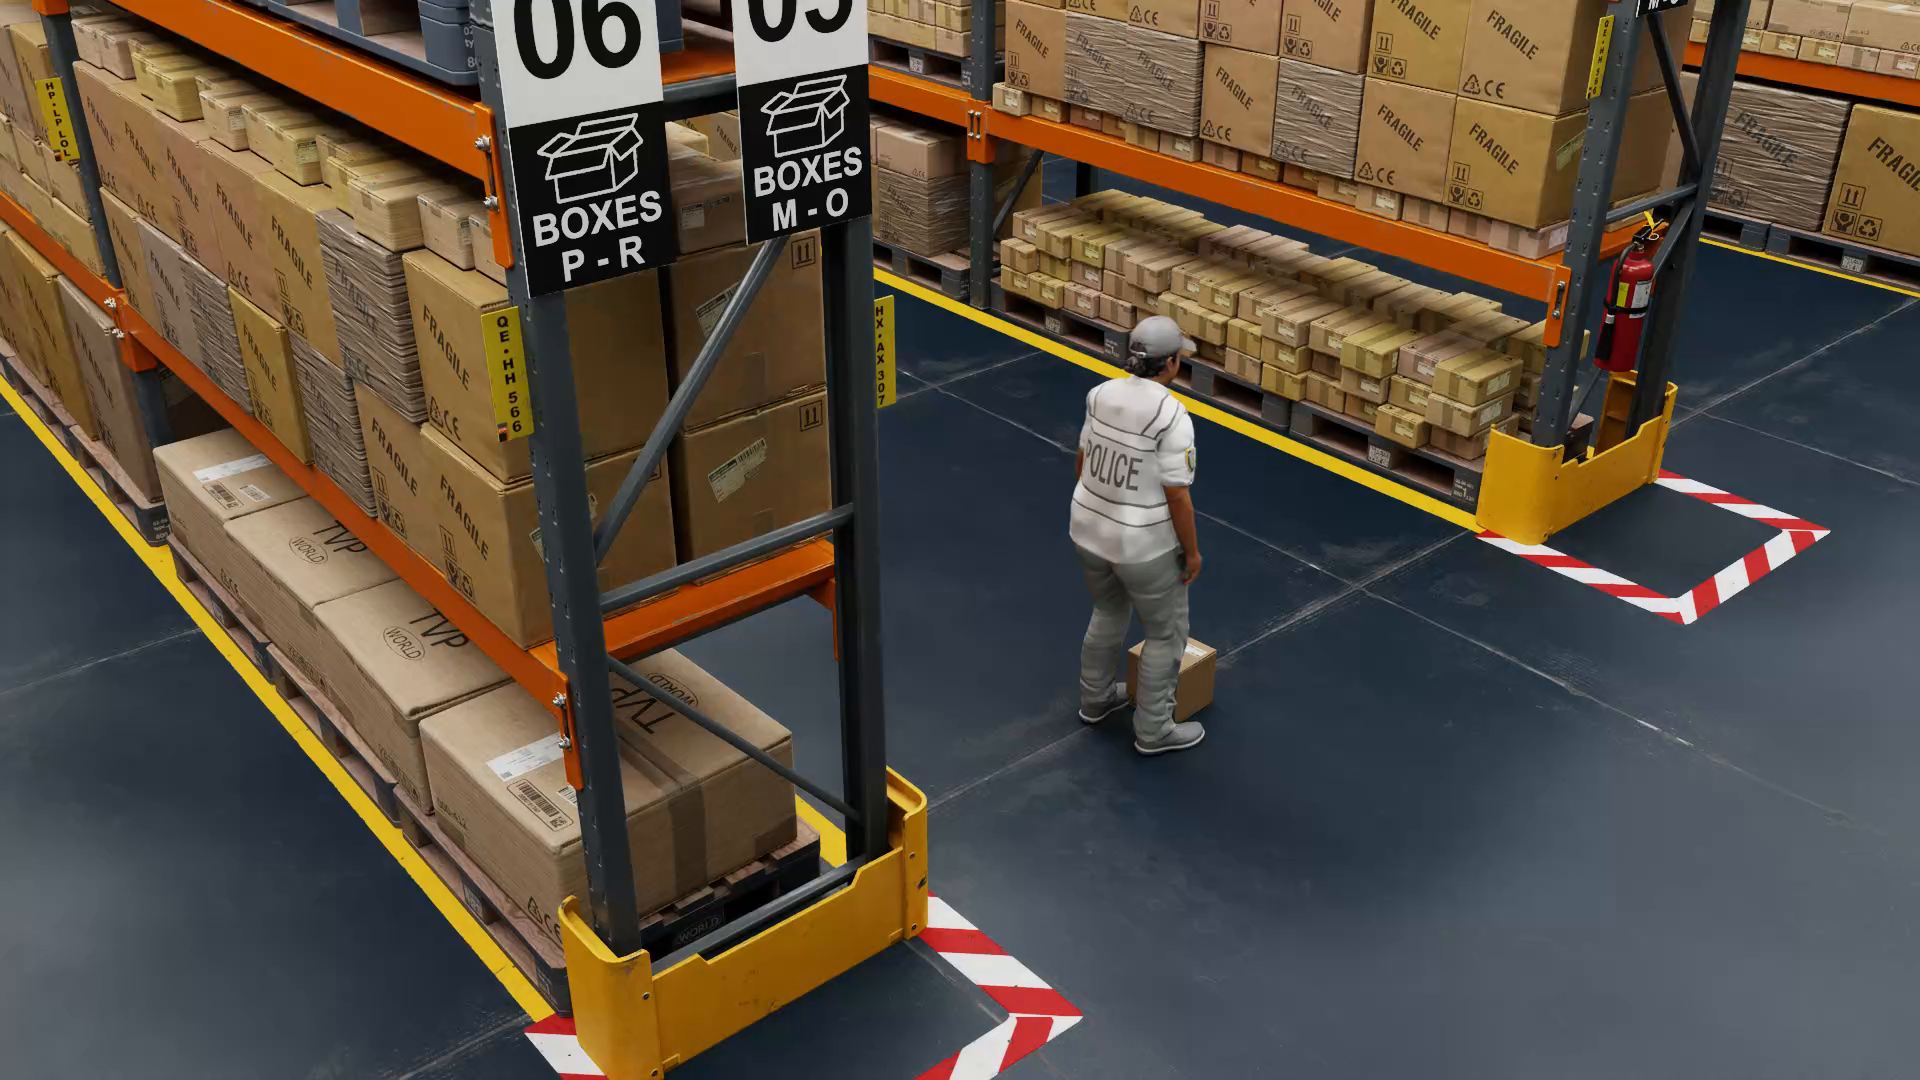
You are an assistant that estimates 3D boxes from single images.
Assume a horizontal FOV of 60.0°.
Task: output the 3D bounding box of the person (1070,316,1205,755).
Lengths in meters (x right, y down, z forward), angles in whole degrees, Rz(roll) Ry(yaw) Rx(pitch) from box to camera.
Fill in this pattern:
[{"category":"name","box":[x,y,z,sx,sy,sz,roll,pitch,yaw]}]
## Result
[{"category":"person","box":[0.682,-0.008,6.129,0.467,1.667,0.524,-23,36,-36]}]
